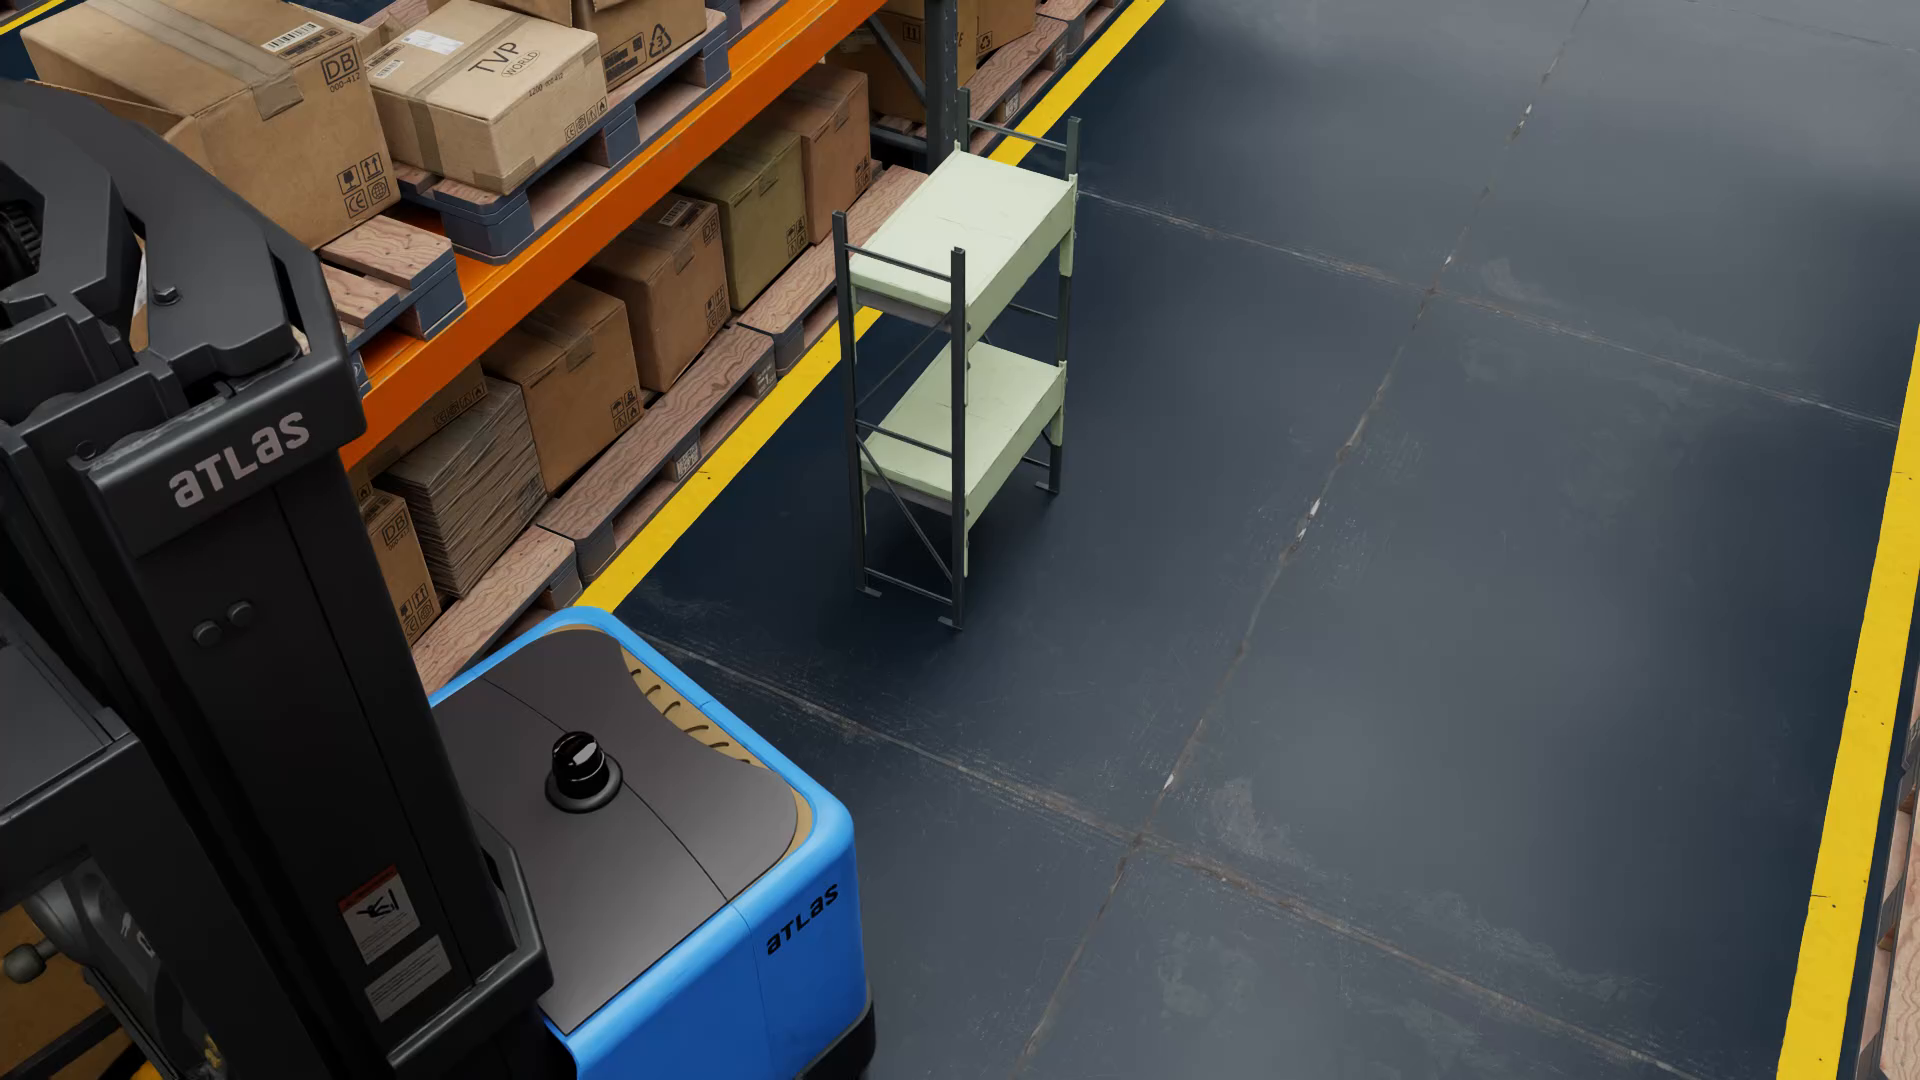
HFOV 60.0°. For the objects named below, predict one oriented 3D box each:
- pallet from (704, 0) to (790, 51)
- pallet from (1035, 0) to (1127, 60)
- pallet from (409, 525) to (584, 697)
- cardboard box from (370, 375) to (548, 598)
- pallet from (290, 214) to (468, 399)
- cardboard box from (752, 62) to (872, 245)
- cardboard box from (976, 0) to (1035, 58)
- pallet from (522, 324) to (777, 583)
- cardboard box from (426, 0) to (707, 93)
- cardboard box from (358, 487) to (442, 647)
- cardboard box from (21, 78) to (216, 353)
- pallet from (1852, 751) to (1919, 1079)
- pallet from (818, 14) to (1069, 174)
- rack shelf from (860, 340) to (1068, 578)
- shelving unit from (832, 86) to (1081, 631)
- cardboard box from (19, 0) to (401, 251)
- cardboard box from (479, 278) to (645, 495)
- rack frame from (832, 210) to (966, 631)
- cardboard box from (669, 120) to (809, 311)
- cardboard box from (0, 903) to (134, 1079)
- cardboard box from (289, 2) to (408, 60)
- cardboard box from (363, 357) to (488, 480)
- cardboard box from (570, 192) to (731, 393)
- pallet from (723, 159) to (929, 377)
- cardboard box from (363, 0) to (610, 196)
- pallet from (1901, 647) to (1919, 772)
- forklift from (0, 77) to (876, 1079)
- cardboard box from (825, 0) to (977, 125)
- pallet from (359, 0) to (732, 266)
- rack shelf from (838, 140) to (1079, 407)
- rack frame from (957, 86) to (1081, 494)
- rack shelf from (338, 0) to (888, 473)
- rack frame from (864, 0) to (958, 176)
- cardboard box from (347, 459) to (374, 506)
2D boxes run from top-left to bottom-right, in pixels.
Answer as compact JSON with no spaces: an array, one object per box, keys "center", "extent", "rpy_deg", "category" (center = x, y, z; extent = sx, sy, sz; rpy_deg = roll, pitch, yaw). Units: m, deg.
[{"center":[-0.963,-2.206,5.956],"extent":[1.003,0.211,1.213],"rpy_deg":[20,49,19],"category":"pallet"},{"center":[0.366,-2.933,8.500],"extent":[1.003,0.211,1.213],"rpy_deg":[20,49,19],"category":"pallet"},{"center":[-1.972,0.302,5.303],"extent":[1.003,0.211,1.213],"rpy_deg":[20,49,19],"category":"pallet"},{"center":[-1.797,-0.245,5.331],"extent":[0.700,0.500,0.500],"rpy_deg":[17,48,16],"category":"cardboard box"},{"center":[-2.100,-0.603,4.372],"extent":[1.213,0.211,1.003],"rpy_deg":[20,49,19],"category":"pallet"},{"center":[-0.783,-1.603,6.673],"extent":[0.700,0.500,0.500],"rpy_deg":[17,48,16],"category":"cardboard box"},{"center":[0.001,-2.578,7.651],"extent":[0.500,0.500,0.500],"rpy_deg":[-34,55,-29],"category":"cardboard box"},{"center":[-1.405,-0.464,6.060],"extent":[1.003,0.211,1.213],"rpy_deg":[20,49,19],"category":"pallet"},{"center":[-1.202,-1.768,5.021],"extent":[0.797,0.503,0.637],"rpy_deg":[25,51,23],"category":"cardboard box"},{"center":[-2.043,0.109,4.982],"extent":[0.700,0.500,0.500],"rpy_deg":[18,48,17],"category":"cardboard box"},{"center":[-2.121,-0.723,3.990],"extent":[0.500,0.500,0.500],"rpy_deg":[15,47,14],"category":"cardboard box"},{"center":[3.012,1.188,4.428],"extent":[1.003,0.211,1.213],"rpy_deg":[20,49,19],"category":"pallet"},{"center":[-0.199,-2.161,7.738],"extent":[1.003,0.211,1.213],"rpy_deg":[20,49,19],"category":"pallet"},{"center":[0.003,-0.302,5.453],"extent":[0.431,0.370,0.720],"rpy_deg":[20,49,19],"category":"rack shelf"},{"center":[0.003,-0.531,5.221],"extent":[0.431,1.500,0.755],"rpy_deg":[20,49,19],"category":"shelving unit"},{"center":[-1.950,-1.108,4.370],"extent":[0.700,0.500,0.500],"rpy_deg":[28,51,25],"category":"cardboard box"},{"center":[-1.540,-0.605,5.687],"extent":[0.700,0.500,0.500],"rpy_deg":[24,50,22],"category":"cardboard box"},{"center":[-0.167,-0.301,4.993],"extent":[0.400,1.500,0.023],"rpy_deg":[20,49,19],"category":"rack frame"},{"center":[-1.021,-1.309,6.383],"extent":[0.700,0.500,0.500],"rpy_deg":[20,49,19],"category":"cardboard box"},{"center":[-2.675,0.840,4.009],"extent":[1.225,0.875,0.875],"rpy_deg":[18,48,17],"category":"cardboard box"},{"center":[-1.801,-1.427,4.850],"extent":[0.396,0.266,0.258],"rpy_deg":[19,48,18],"category":"cardboard box"},{"center":[-1.814,-0.496,5.052],"extent":[0.500,0.250,0.500],"rpy_deg":[26,51,23],"category":"cardboard box"},{"center":[-1.281,-0.956,6.034],"extent":[0.700,0.500,0.500],"rpy_deg":[17,48,16],"category":"cardboard box"},{"center":[-0.839,-1.236,6.823],"extent":[1.003,0.211,1.213],"rpy_deg":[20,49,19],"category":"pallet"},{"center":[-1.354,-1.262,4.698],"extent":[0.500,0.250,0.500],"rpy_deg":[19,48,18],"category":"cardboard box"},{"center":[3.577,0.416,5.190],"extent":[1.003,0.211,1.213],"rpy_deg":[20,49,19],"category":"pallet"},{"center":[-1.598,0.857,2.843],"extent":[1.130,2.935,3.031],"rpy_deg":[34,54,29],"category":"forklift"},{"center":[-0.258,-2.214,7.292],"extent":[0.500,0.500,0.500],"rpy_deg":[19,48,18],"category":"cardboard box"},{"center":[-1.453,-1.380,5.140],"extent":[1.003,0.211,1.213],"rpy_deg":[20,49,19],"category":"pallet"},{"center":[0.003,-0.806,4.943],"extent":[0.431,0.370,0.720],"rpy_deg":[20,49,19],"category":"rack shelf"},{"center":[0.173,-0.762,5.449],"extent":[0.400,1.500,0.023],"rpy_deg":[20,49,19],"category":"rack frame"},{"center":[-1.408,-1.194,5.327],"extent":[1.077,0.370,4.000],"rpy_deg":[20,49,19],"category":"rack shelf"},{"center":[-0.479,-2.707,6.316],"extent":[1.000,3.000,0.127],"rpy_deg":[20,49,19],"category":"rack frame"},{"center":[-2.052,-0.158,4.718],"extent":[0.500,0.250,0.500],"rpy_deg":[22,49,21],"category":"cardboard box"}]
